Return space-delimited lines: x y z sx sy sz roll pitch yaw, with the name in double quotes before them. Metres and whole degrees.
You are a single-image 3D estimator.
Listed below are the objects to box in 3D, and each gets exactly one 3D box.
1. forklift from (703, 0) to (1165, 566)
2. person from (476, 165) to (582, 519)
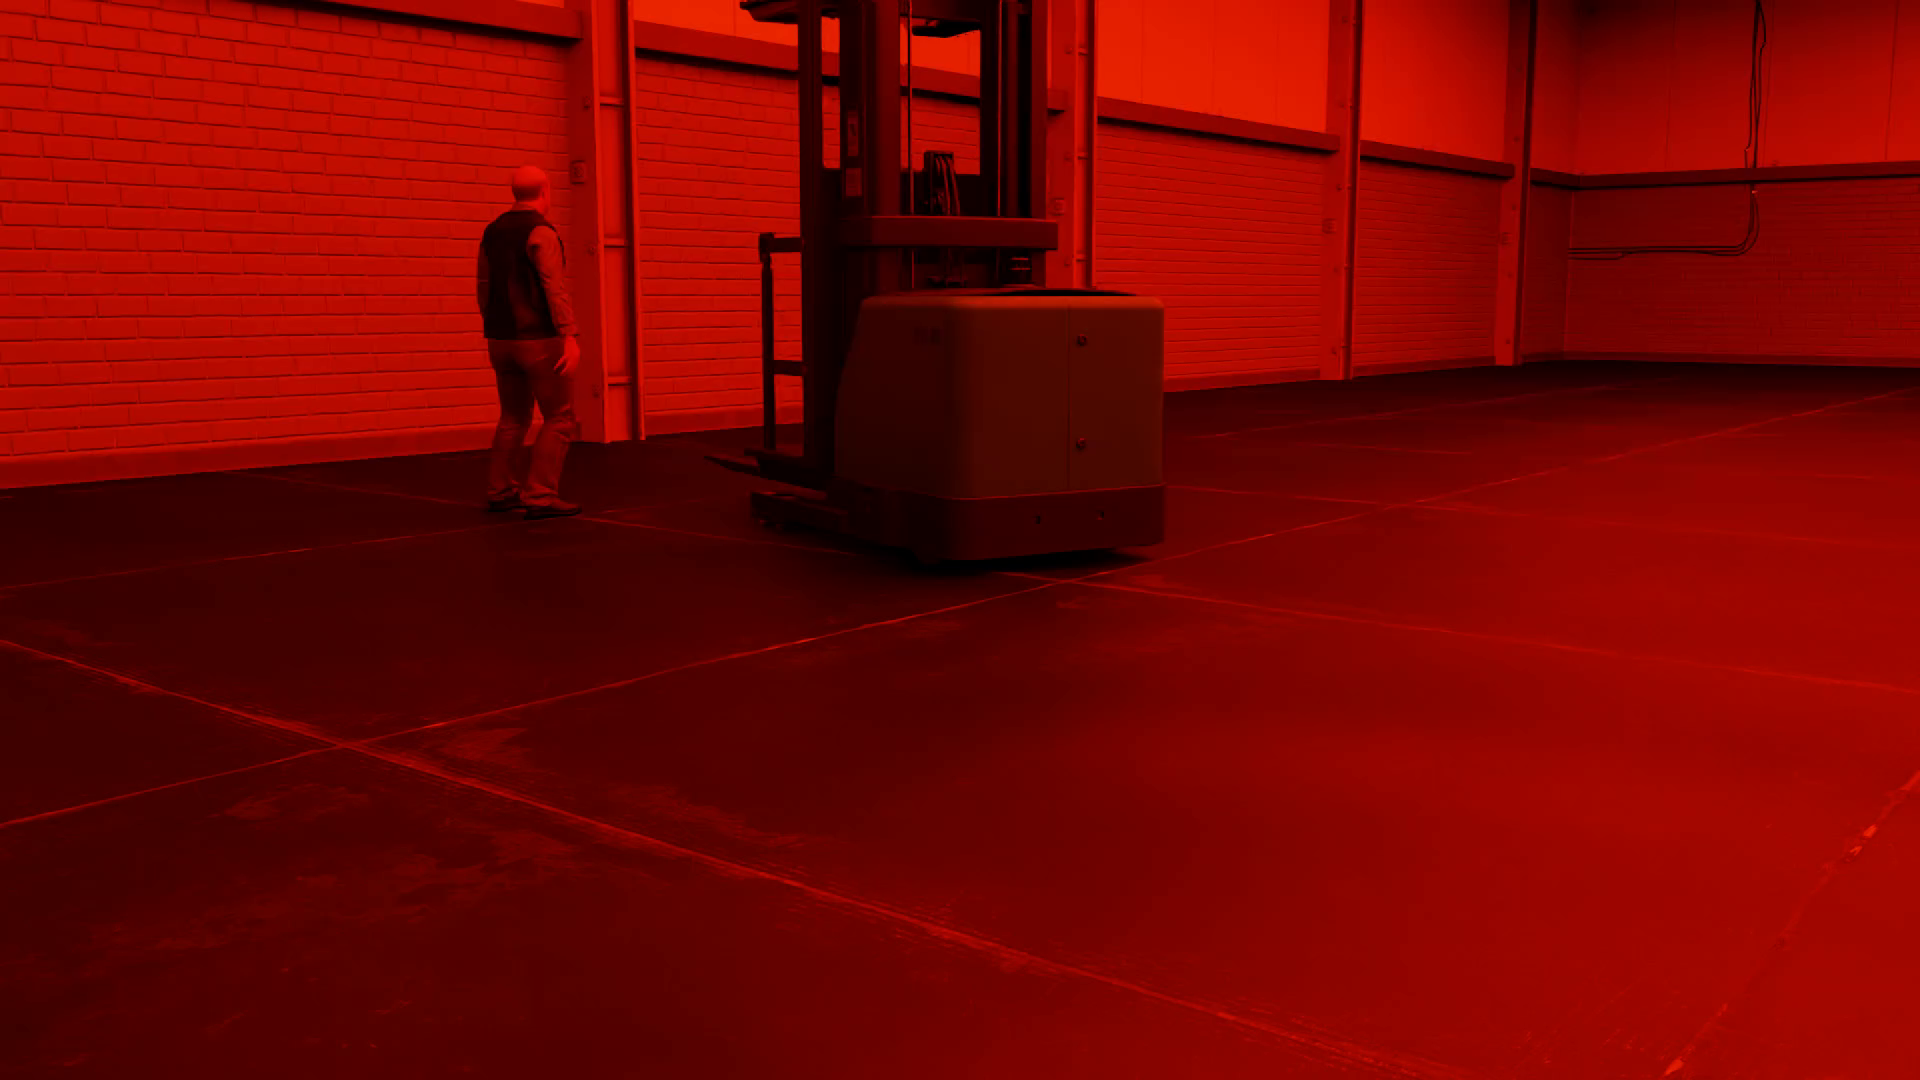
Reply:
"forklift" -0.334 -1.522 7.681 1.130 2.935 3.031 -5 10 -30
"person" -2.103 -0.971 8.165 0.736 1.702 0.418 6 10 36
